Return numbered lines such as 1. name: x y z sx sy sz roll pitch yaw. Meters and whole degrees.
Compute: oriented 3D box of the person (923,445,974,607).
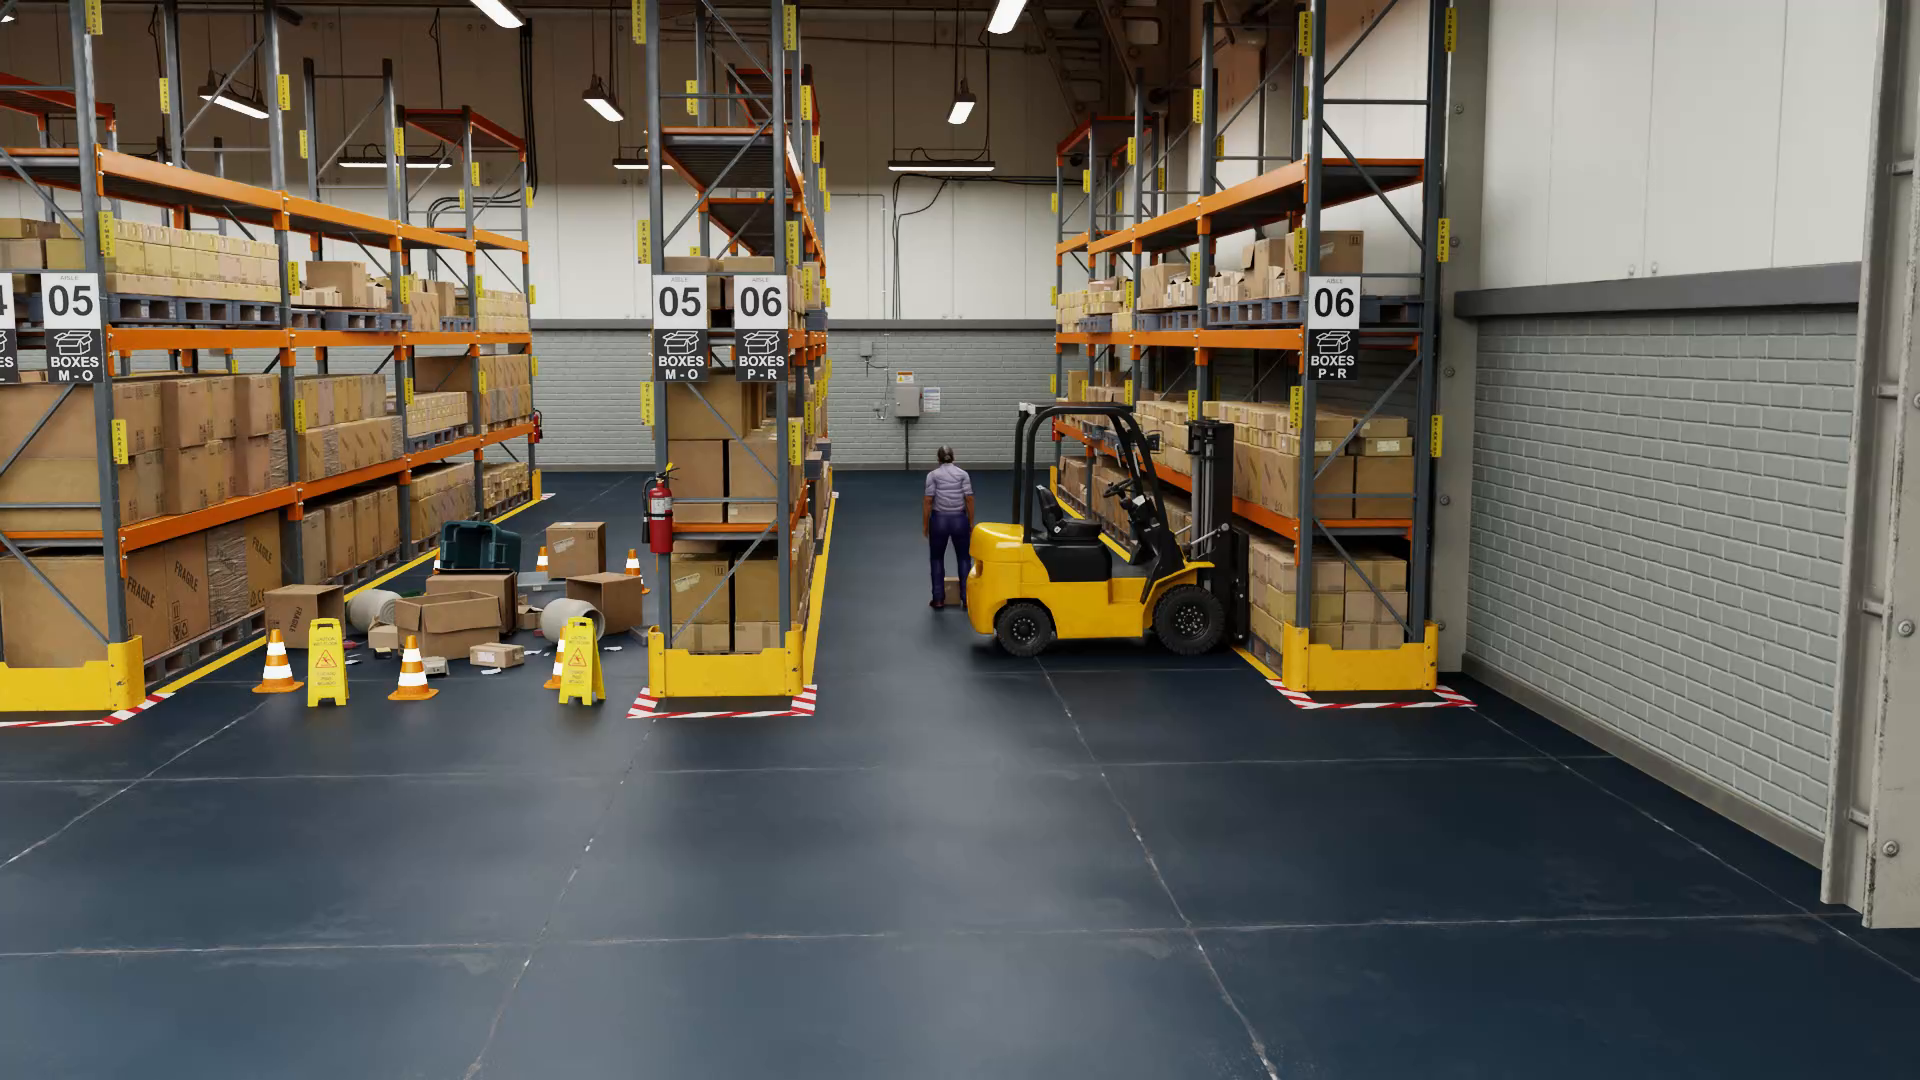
1. person: -0.102 -0.131 16.918 0.562 1.636 0.372 -1 7 -7
